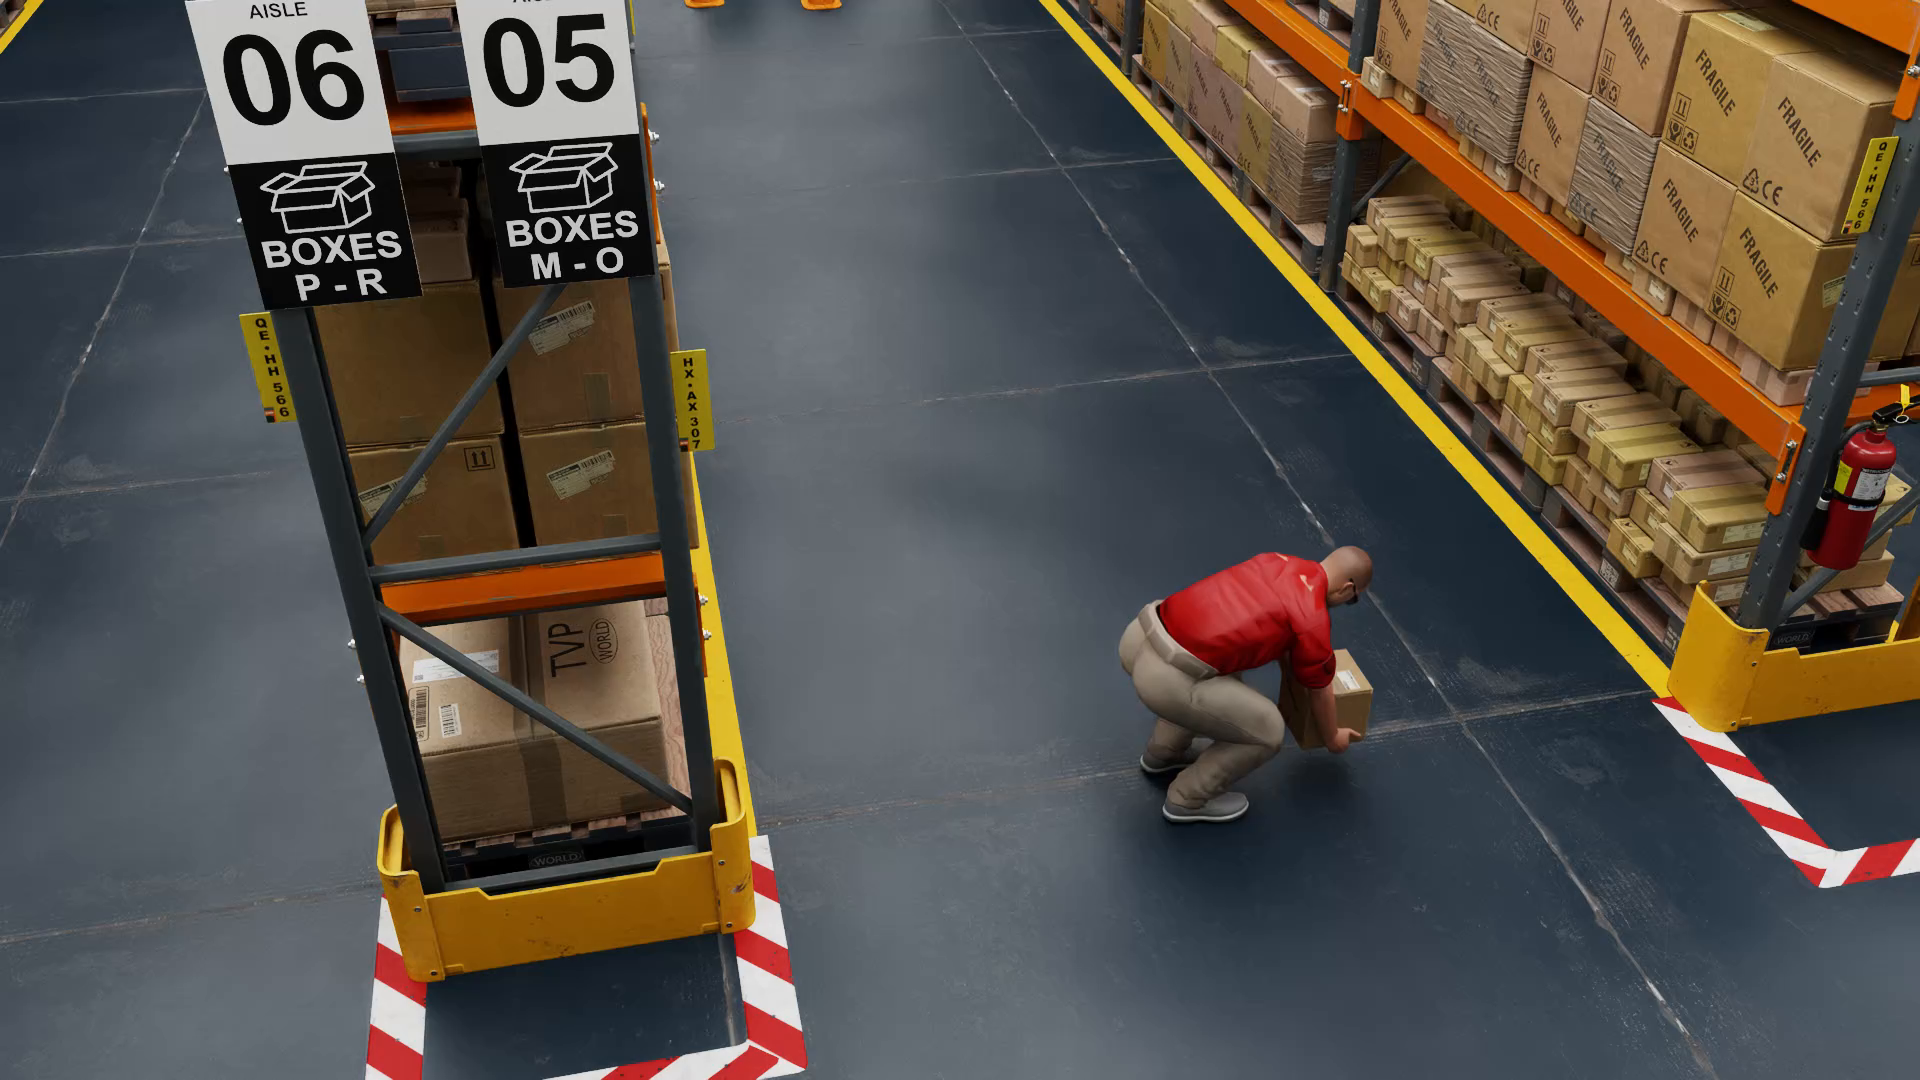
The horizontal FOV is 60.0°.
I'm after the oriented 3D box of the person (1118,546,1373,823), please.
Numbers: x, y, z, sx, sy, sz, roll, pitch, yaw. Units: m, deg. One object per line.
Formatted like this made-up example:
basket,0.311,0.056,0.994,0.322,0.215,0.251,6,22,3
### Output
person,1.036,0.509,6.077,0.931,0.980,0.544,-9,35,-12
